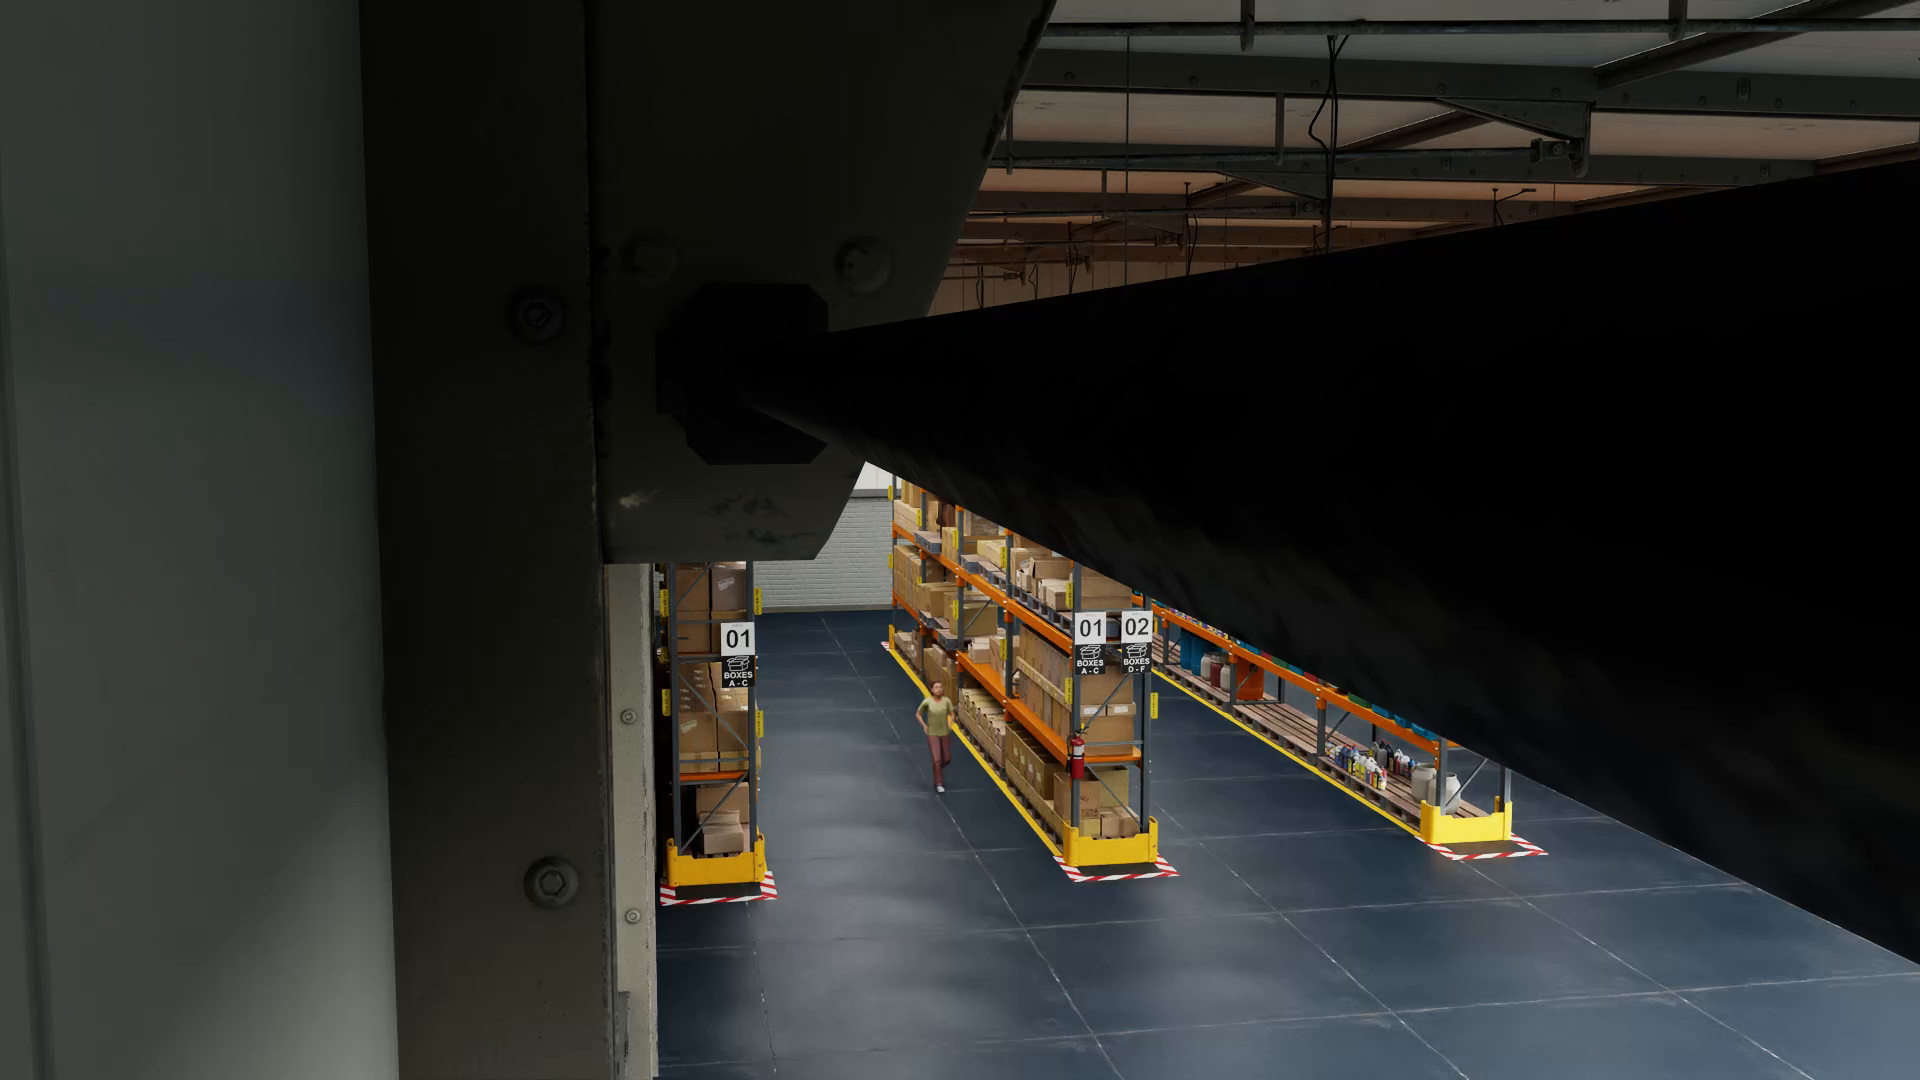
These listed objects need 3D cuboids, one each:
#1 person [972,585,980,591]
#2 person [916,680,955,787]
[{"bbox_3d":[0.379,1.618,37.188,0.526,1.404,0.678,5,8,41],"label":"person"},{"bbox_3d":[-0.350,2.837,24.564,0.584,1.564,0.607,-2,6,-15],"label":"person"}]
